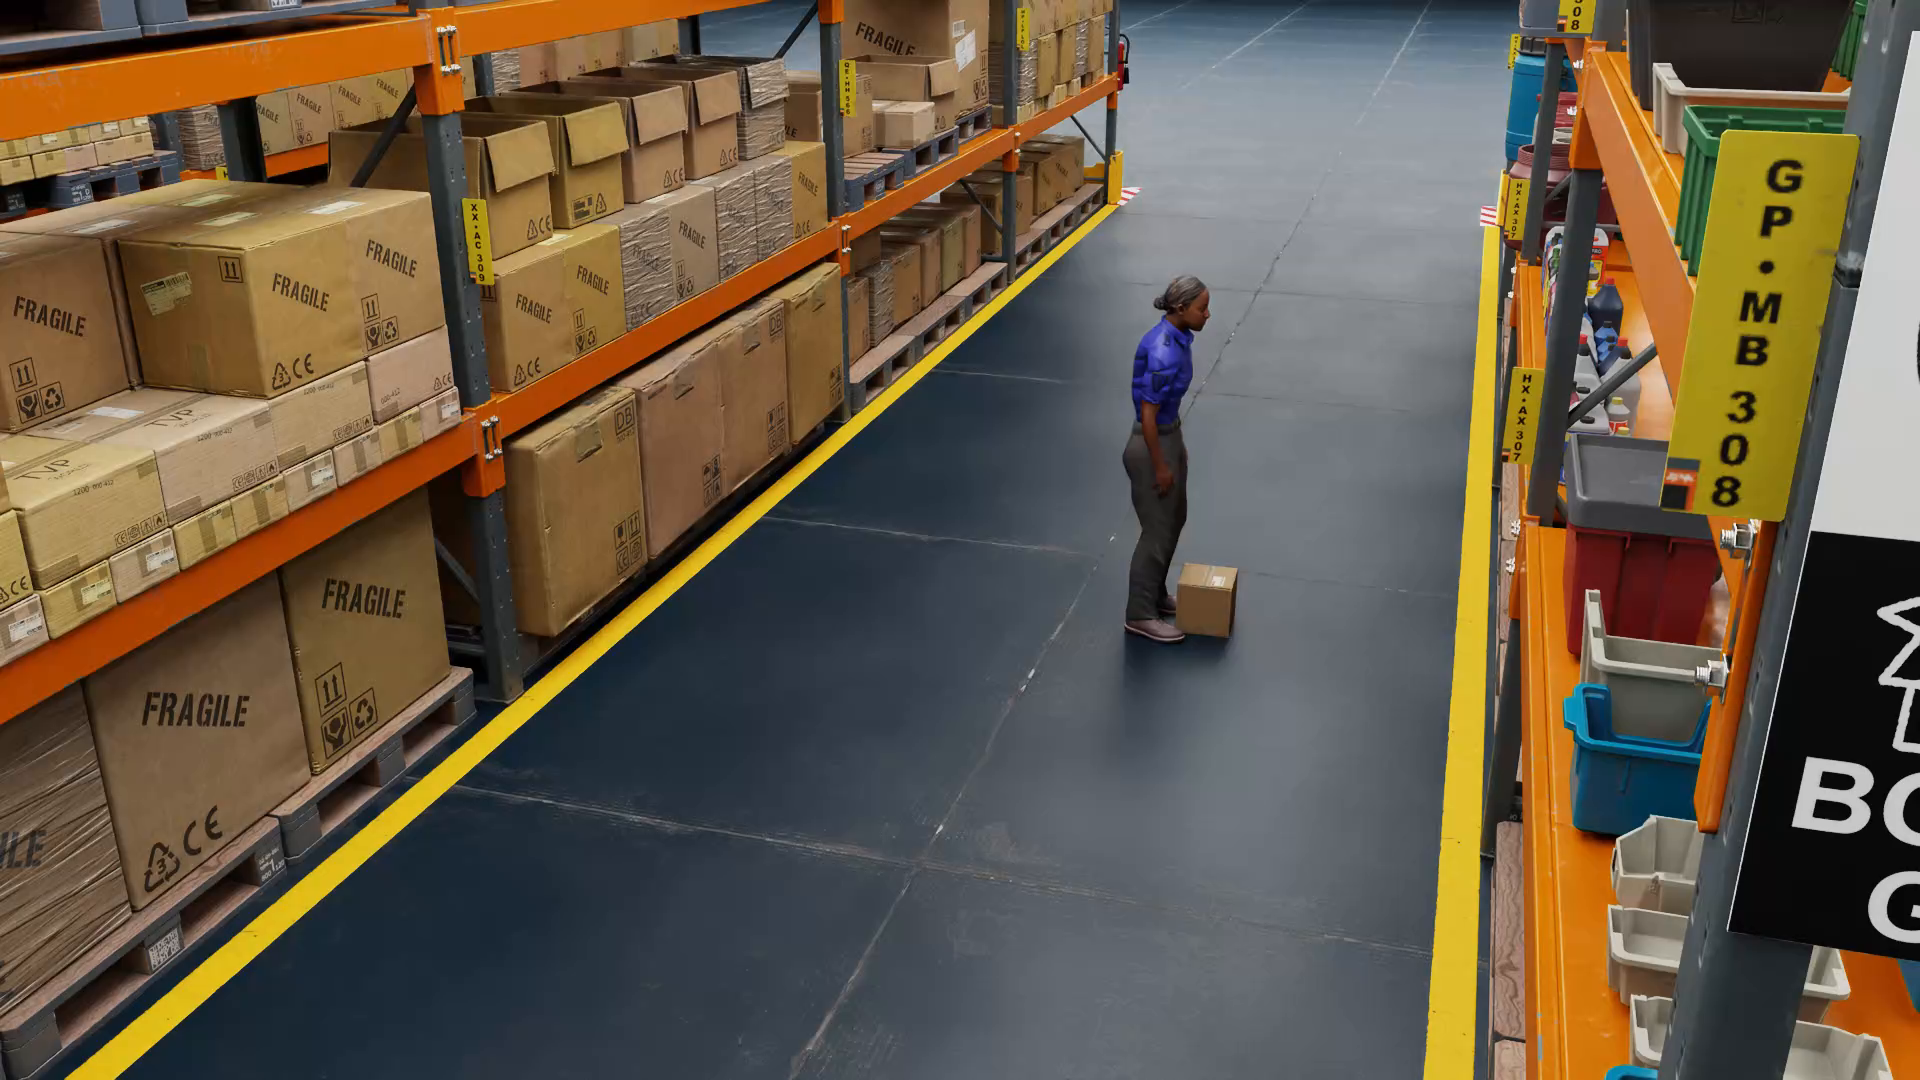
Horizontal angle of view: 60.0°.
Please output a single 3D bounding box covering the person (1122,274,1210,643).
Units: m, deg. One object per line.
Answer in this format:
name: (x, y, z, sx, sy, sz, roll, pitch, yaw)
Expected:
person: (0.926, -0.390, 7.556, 0.346, 1.655, 0.506, 7, 23, 16)
